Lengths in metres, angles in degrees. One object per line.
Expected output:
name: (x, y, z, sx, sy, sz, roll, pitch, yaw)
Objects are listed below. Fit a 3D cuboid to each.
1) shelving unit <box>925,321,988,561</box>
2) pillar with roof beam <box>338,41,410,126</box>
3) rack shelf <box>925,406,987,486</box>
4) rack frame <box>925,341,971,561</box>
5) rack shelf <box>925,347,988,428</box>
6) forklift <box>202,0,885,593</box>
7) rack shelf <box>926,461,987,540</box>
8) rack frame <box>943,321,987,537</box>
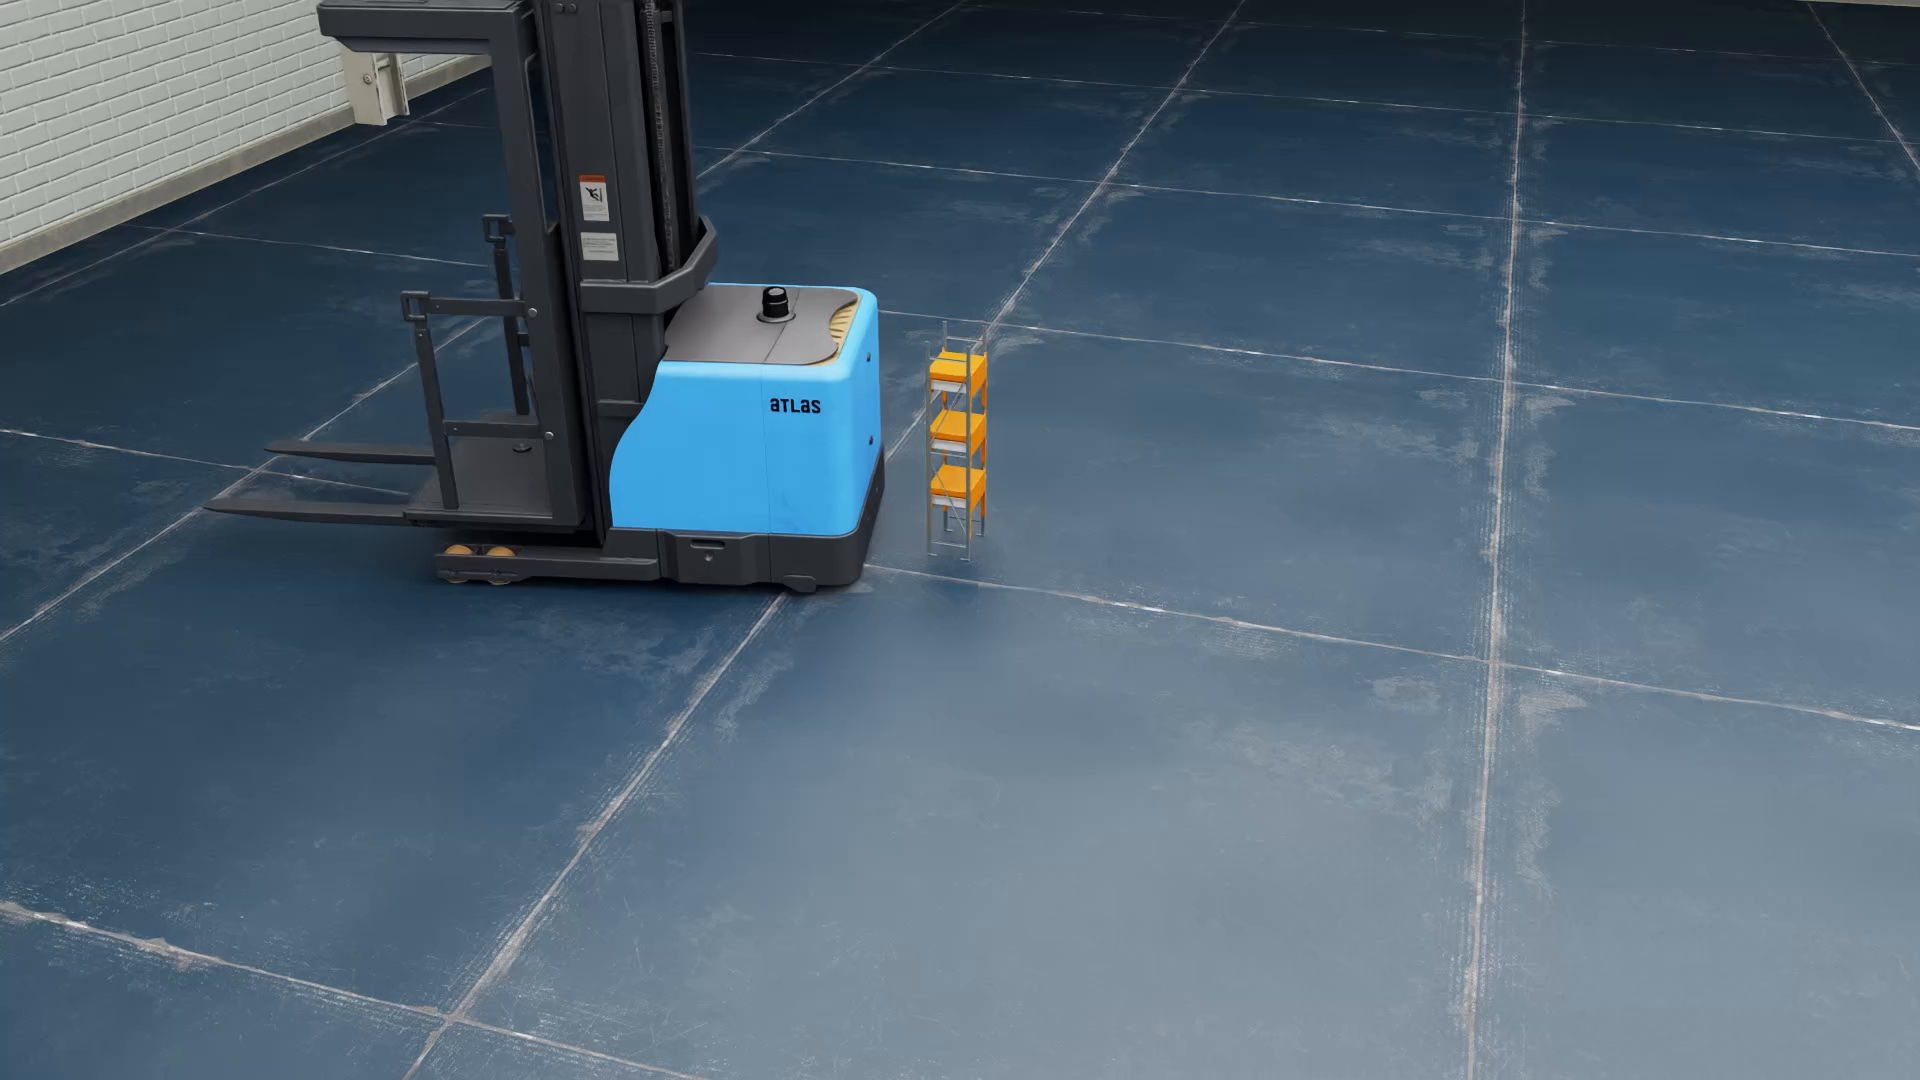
shelving unit: (-0.016, -0.434, 7.450, 0.215, 1.050, 0.252, 8, 30, 15)
pillar with roof beam: (-0.842, -6.932, 10.955, 9.100, 9.000, 0.400, 8, 30, 15)
rack shelf: (-0.016, -0.425, 7.455, 0.215, 0.259, 0.240, 8, 30, 15)
rack frame: (-0.052, -0.377, 7.348, 0.200, 1.050, 0.008, 8, 30, 15)
rack shelf: (-0.016, -0.673, 7.317, 0.215, 0.259, 0.240, 8, 30, 15)
forklift: (-1.911, -1.333, 7.131, 3.031, 2.935, 1.130, 2, 29, 4)
rack shelf: (-0.016, -0.182, 7.590, 0.215, 0.259, 0.240, 8, 30, 15)
rack frame: (0.020, -0.491, 7.552, 0.200, 1.050, 0.008, 8, 30, 15)
